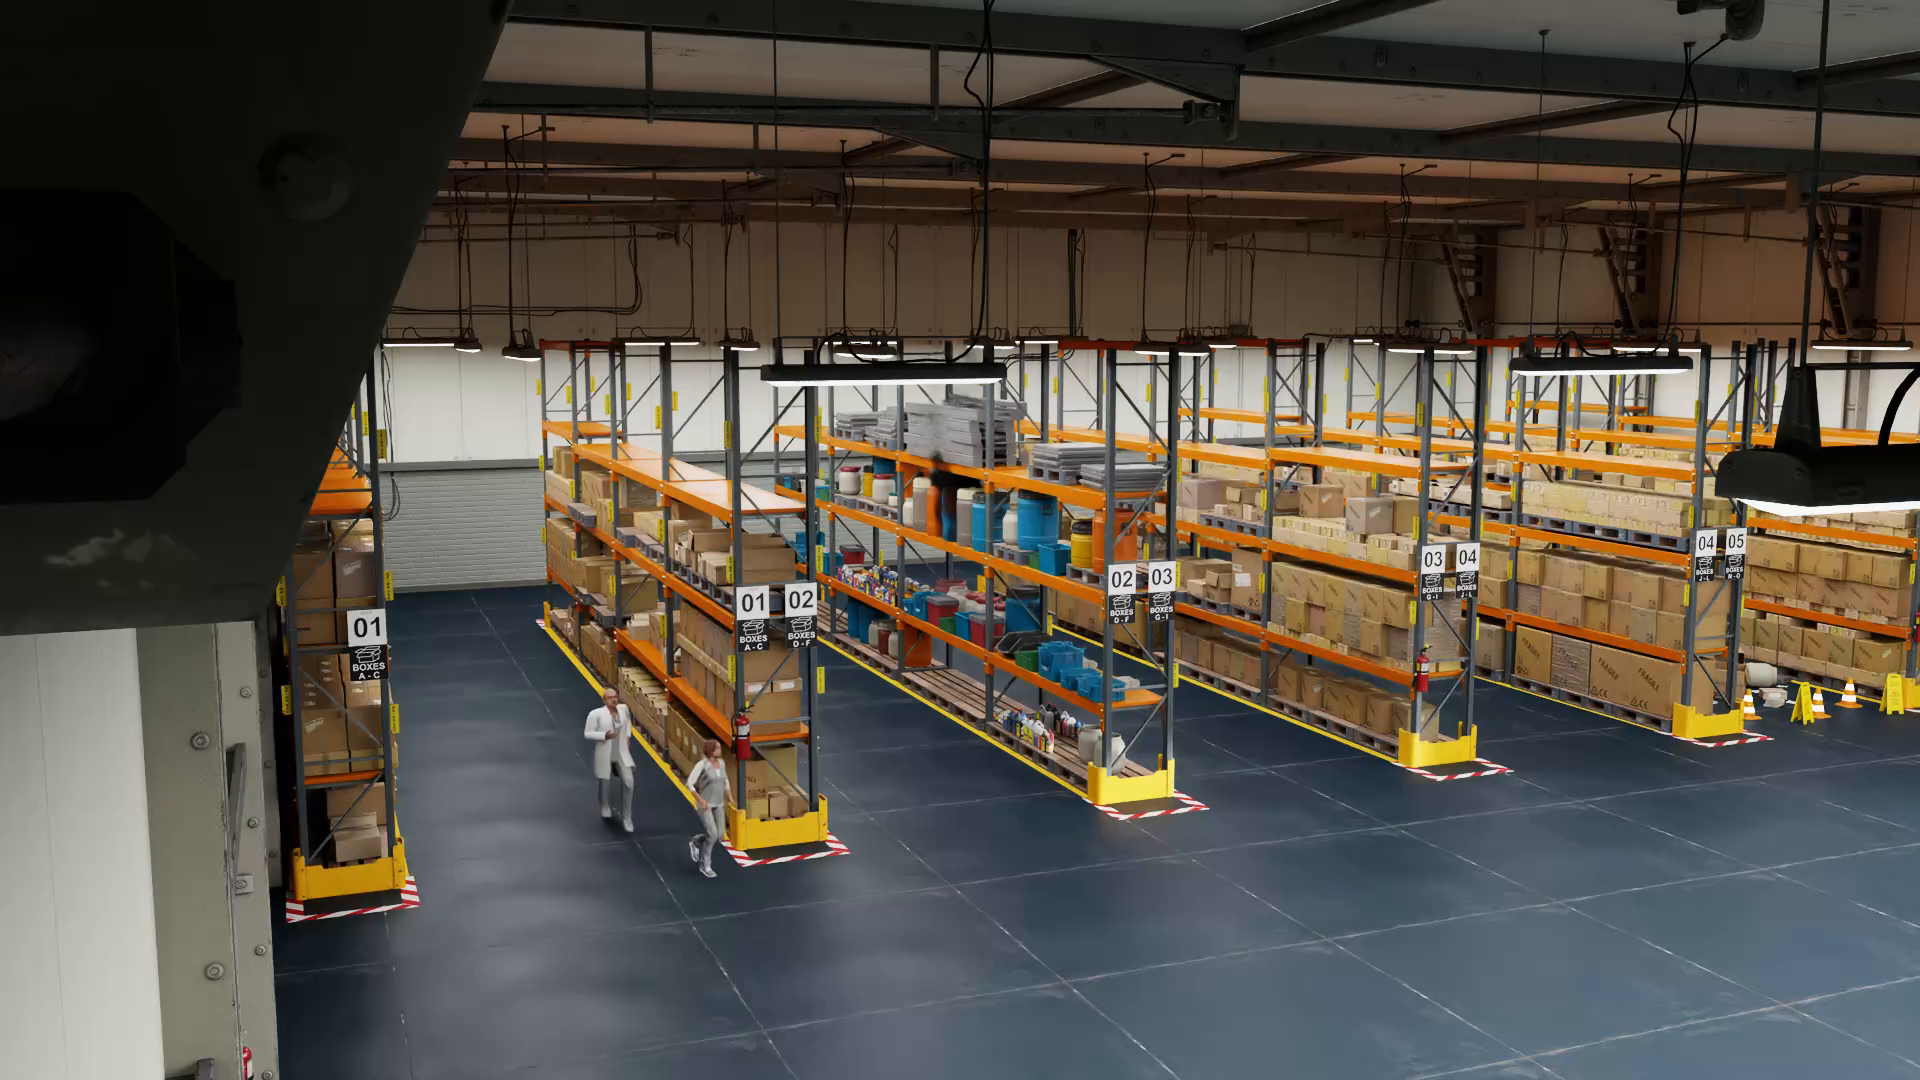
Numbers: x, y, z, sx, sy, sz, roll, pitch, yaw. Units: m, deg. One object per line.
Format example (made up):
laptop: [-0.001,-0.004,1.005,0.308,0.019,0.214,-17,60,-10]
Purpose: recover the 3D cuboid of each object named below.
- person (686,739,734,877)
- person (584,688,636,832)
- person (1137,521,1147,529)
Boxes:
person: [-2.925,3.079,19.287,0.510,1.560,0.598,6,10,40]
person: [-4.427,2.752,20.966,0.681,1.836,0.896,-4,8,-28]
person: [4.488,0.179,40.788,0.723,1.722,0.615,3,8,24]
